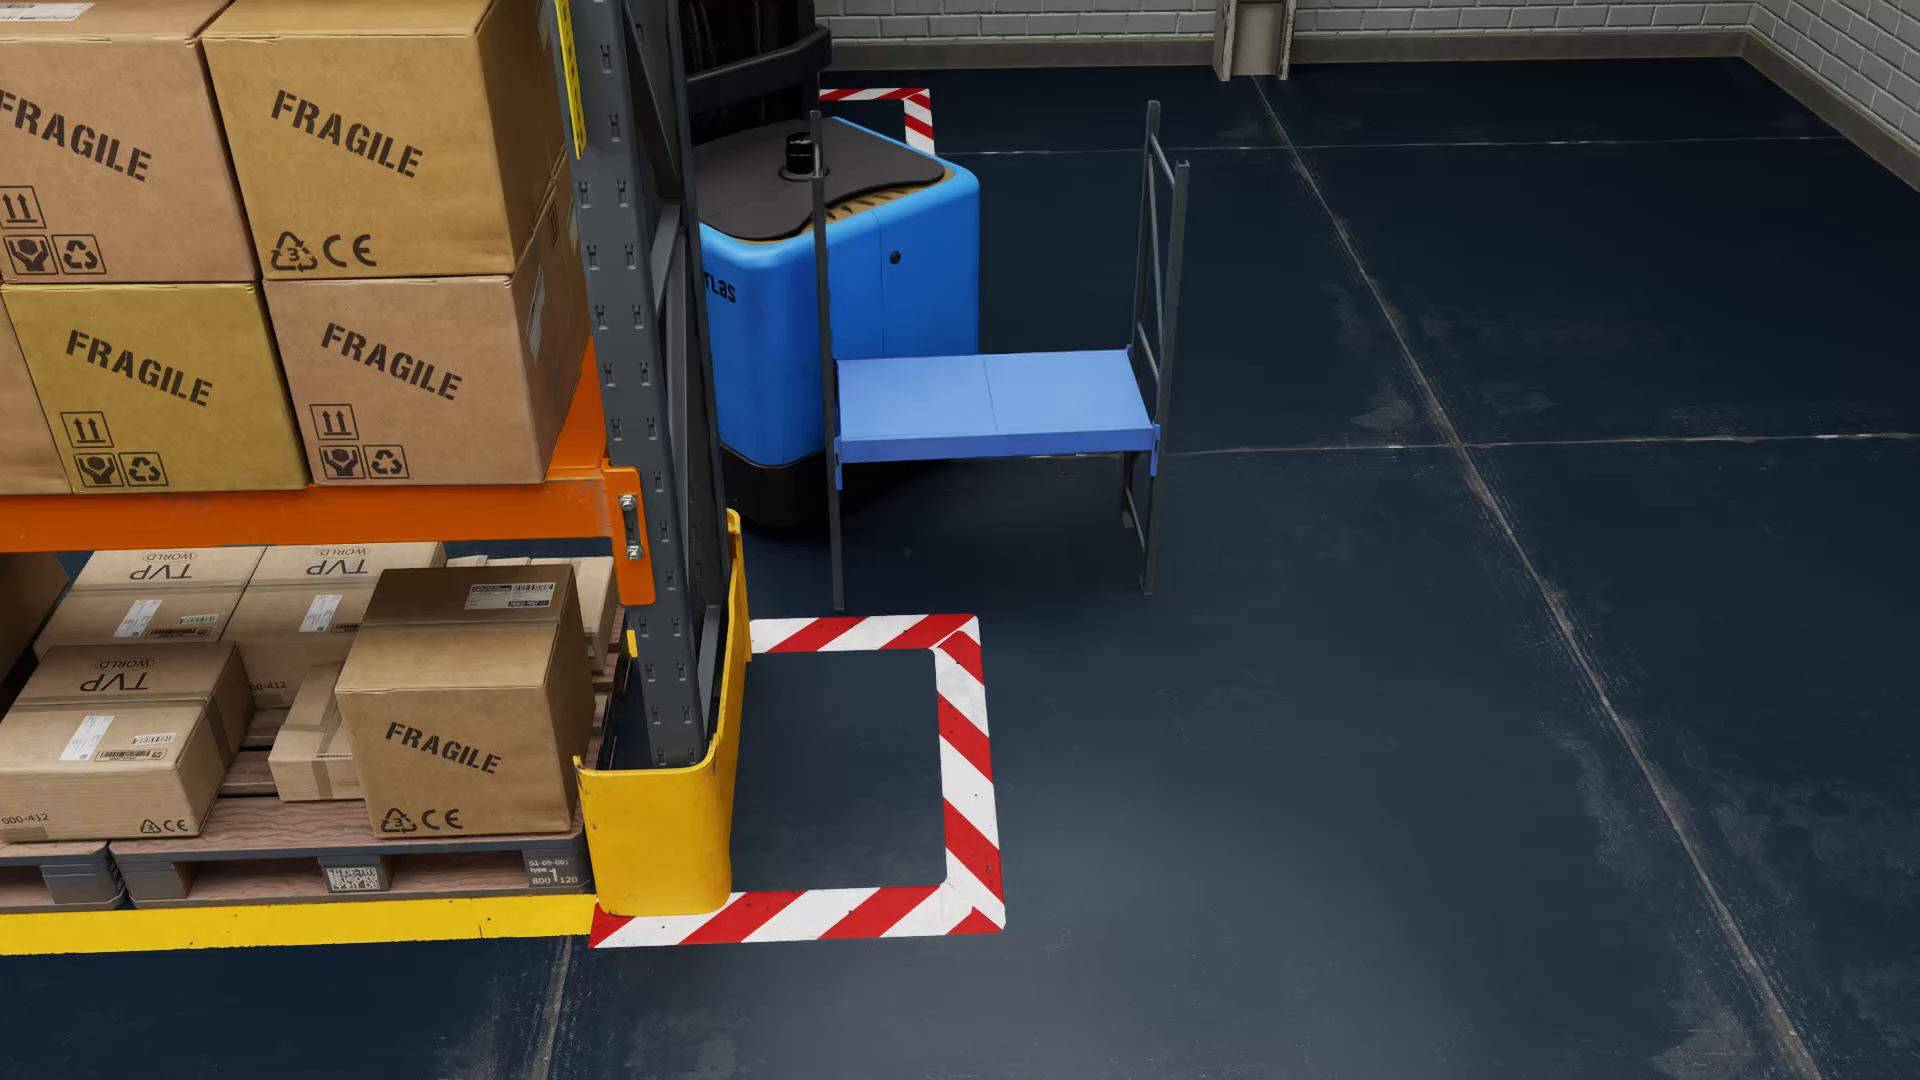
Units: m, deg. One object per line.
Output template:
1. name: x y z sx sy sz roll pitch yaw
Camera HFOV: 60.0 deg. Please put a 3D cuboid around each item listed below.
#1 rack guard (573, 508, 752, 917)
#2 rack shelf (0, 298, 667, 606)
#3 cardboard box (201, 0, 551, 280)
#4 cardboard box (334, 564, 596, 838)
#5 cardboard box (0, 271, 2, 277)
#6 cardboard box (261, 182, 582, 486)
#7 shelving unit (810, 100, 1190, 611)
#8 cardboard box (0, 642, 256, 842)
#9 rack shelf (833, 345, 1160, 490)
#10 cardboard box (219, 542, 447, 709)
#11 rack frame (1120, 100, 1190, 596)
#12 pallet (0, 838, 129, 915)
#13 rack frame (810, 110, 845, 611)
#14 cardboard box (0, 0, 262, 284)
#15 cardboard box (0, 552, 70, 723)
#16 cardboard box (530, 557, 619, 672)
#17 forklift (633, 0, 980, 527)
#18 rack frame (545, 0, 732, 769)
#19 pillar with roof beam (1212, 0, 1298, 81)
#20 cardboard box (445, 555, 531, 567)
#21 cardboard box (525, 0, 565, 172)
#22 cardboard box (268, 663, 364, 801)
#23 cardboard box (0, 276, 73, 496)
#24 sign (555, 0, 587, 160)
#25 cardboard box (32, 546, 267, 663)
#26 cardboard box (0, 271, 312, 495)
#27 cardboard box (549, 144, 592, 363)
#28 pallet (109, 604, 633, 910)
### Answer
1. rack guard: -0.805 0.441 4.673 0.348 0.500 1.175 -2 35 -2
2. rack shelf: -2.727 -0.239 4.092 4.000 0.370 1.077 -2 35 -2
3. cardboard box: -1.161 -0.873 3.409 0.500 0.500 0.500 -2 35 -3
4. cardboard box: -1.260 0.413 4.328 0.500 0.500 0.500 -2 35 -2
5. cardboard box: -2.183 -0.842 3.364 0.500 0.500 0.500 -1 35 -1
6. cardboard box: -1.163 -0.463 3.695 0.500 0.500 0.500 -1 35 -1
7. shelving unit: 0.095 -0.547 5.218 1.048 1.500 0.538 -3 35 -4
8. cardboard box: -2.211 0.524 4.386 0.500 0.250 0.500 -2 35 -2
9. rack shelf: 0.095 -0.401 5.322 1.000 0.185 0.538 -3 35 -4
10. cardboard box: -1.785 0.228 4.815 0.500 0.250 0.500 -2 35 -2
11. rack frame: 0.602 -0.571 5.251 0.032 1.500 0.500 -3 35 -4
12. pallet: -2.817 0.613 4.679 1.213 0.211 1.003 -2 35 -2
13. rack frame: -0.411 -0.524 5.184 0.032 1.500 0.500 -3 35 -4
14. cardboard box: -1.665 -0.859 3.388 0.500 0.500 0.500 -1 35 -1
15. cardboard box: -2.848 0.311 4.472 0.637 0.503 0.797 -2 35 -2
16. cardboard box: -1.163 0.219 4.917 0.250 0.149 0.380 -2 35 -2
17. forklift: -1.295 -1.994 6.056 1.130 2.935 3.031 -28 44 -35
18. rack frame: -0.729 -0.589 3.965 0.127 3.000 1.000 -2 35 -2
19. pillar with roof beam: 1.893 -3.989 3.606 0.400 9.000 9.100 -2 35 -2
20. cardboard box: -1.413 0.218 4.902 0.250 0.166 0.380 -2 35 -2
21. cardboard box: -1.185 -1.179 3.851 0.500 0.500 0.500 -1 35 -1
22. cardboard box: -1.669 0.510 4.481 0.250 0.166 0.380 -2 35 -2
23. cardboard box: -2.180 -0.437 3.657 0.500 0.500 0.500 -1 35 -2
24. sign: -0.723 -0.879 3.089 0.005 0.325 0.100 -2 35 -2
25. cardboard box: -2.284 0.241 4.795 0.500 0.250 0.500 -2 35 -2
26. cardboard box: -1.681 -0.447 3.672 0.500 0.500 0.500 -1 35 -2
27. cardboard box: -1.185 -0.768 4.136 0.500 0.500 0.500 -1 35 -1
28. pallet: -1.601 0.582 4.724 1.213 0.211 1.003 -2 35 -2
